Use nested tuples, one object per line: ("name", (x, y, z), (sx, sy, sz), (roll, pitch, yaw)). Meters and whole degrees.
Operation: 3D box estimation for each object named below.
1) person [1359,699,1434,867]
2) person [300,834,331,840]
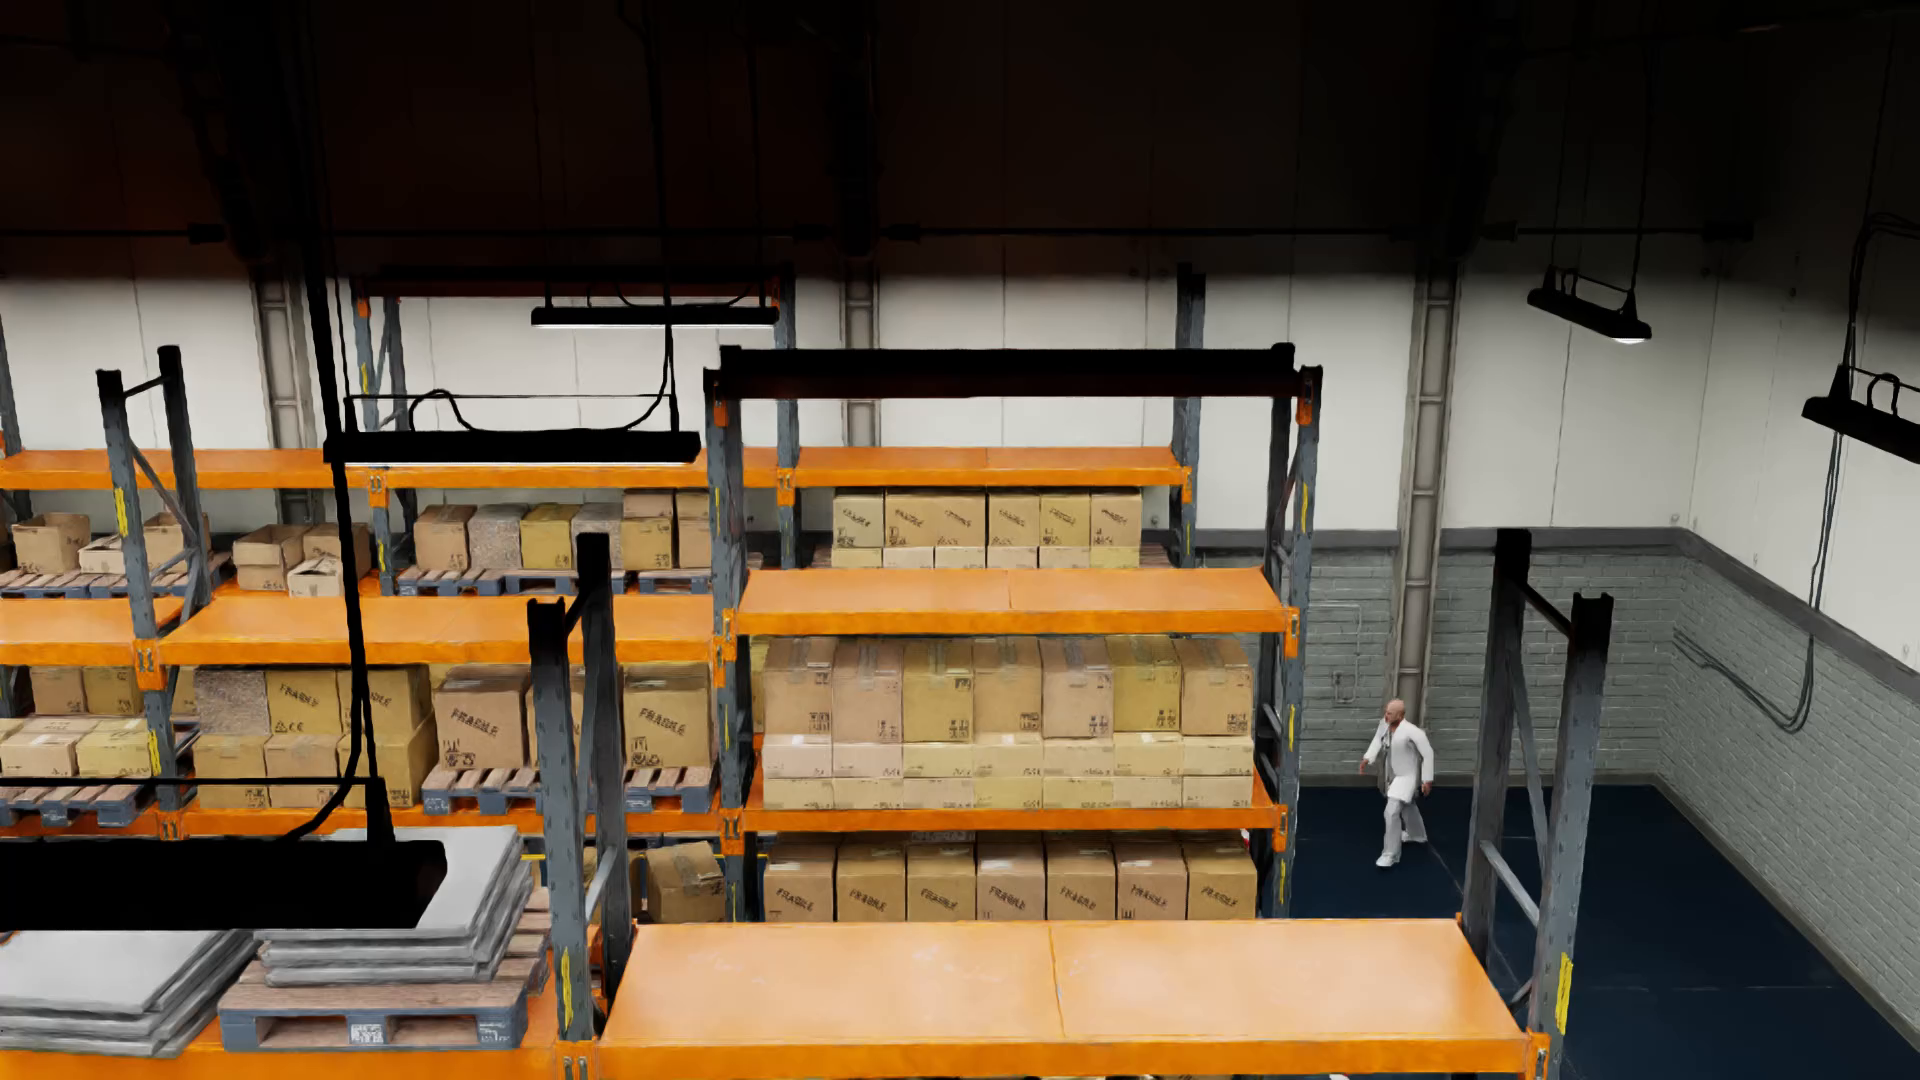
("person", (4.558, 2.431, 17.134), (0.879, 1.717, 0.737), (-5, 17, -17))
("person", (-5.537, 3.241, 14.436), (0.523, 1.667, 0.477), (9, 19, 29))
